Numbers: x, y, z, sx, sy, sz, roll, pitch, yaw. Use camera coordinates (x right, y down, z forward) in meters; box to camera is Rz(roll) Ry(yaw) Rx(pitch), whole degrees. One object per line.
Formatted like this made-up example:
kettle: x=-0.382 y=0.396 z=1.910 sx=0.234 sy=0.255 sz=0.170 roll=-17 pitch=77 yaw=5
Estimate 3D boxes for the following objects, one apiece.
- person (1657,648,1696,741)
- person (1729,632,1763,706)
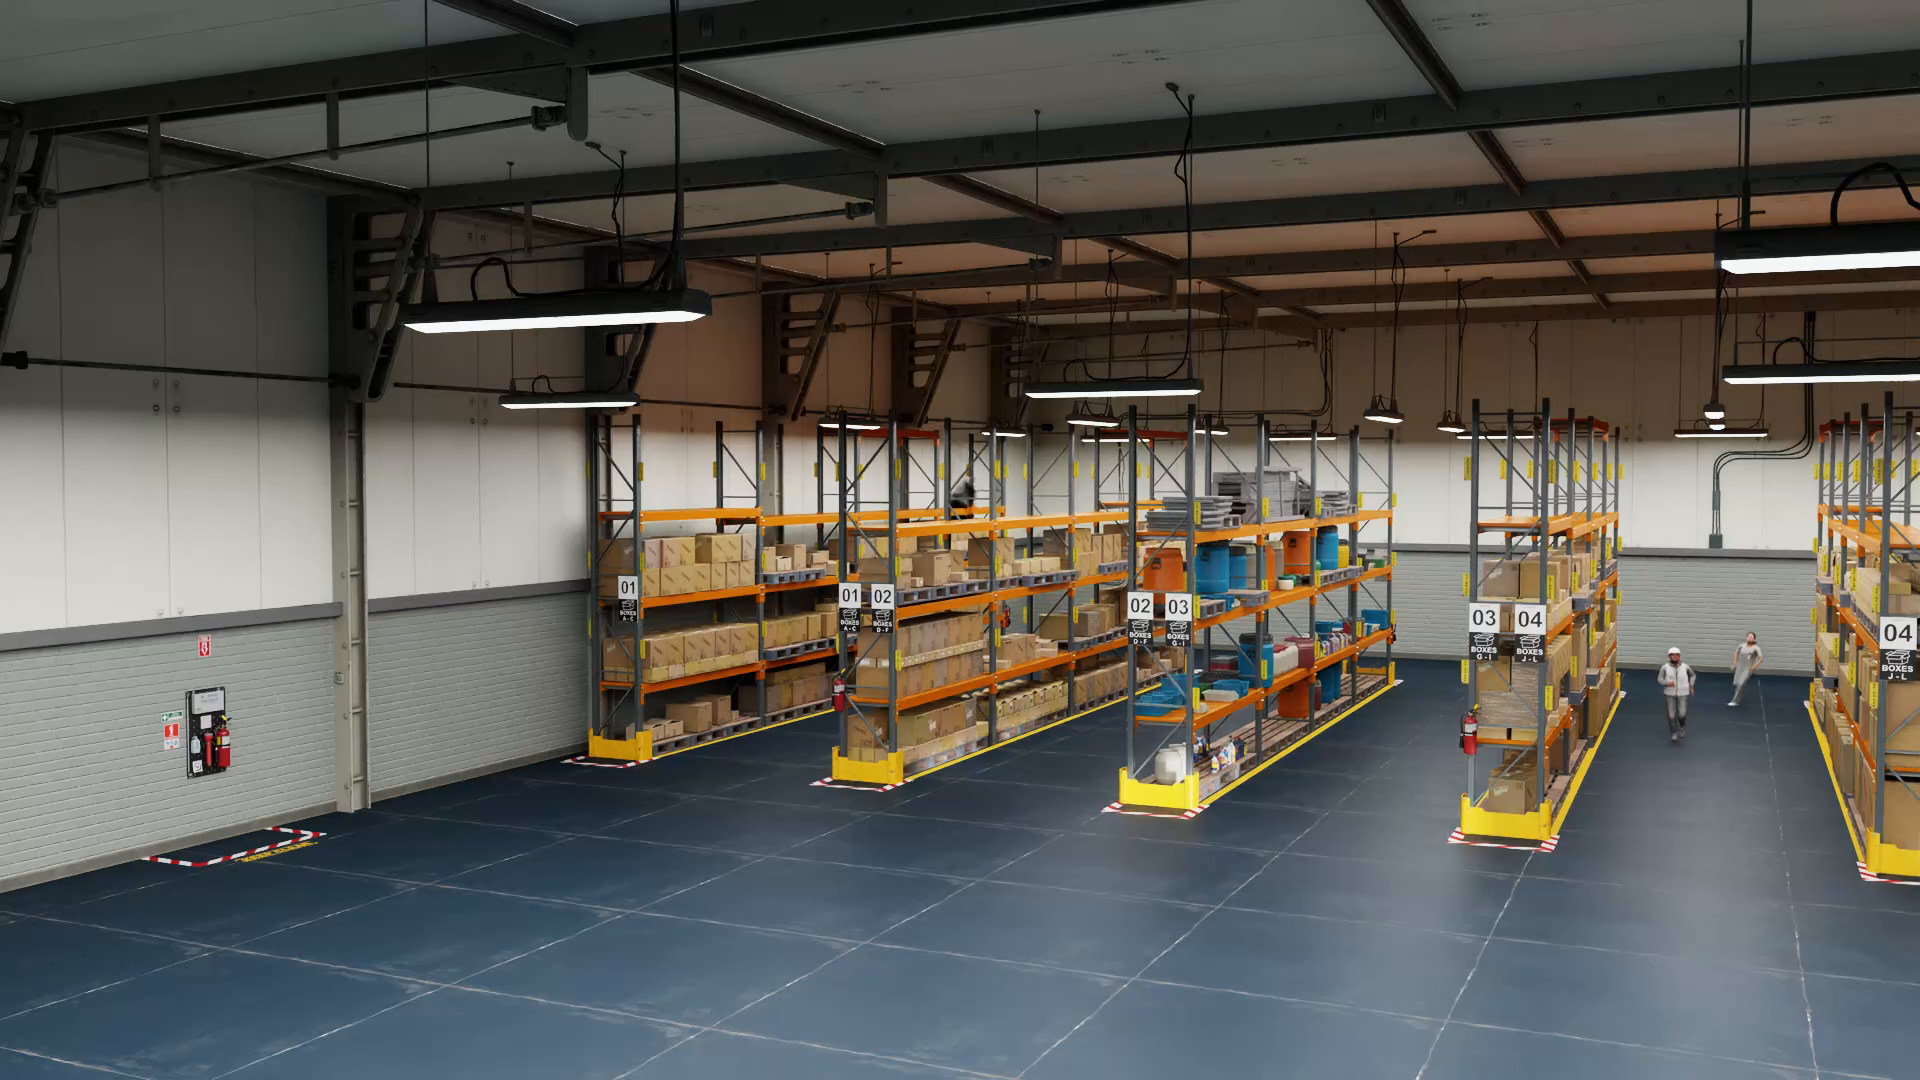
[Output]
person: x=13.257 y=2.861 z=30.782 sx=0.656 sy=1.731 sz=0.609 roll=1 pitch=3 yaw=24
person: x=16.740 y=2.747 z=35.370 sx=0.596 sy=1.593 sz=0.538 roll=2 pitch=3 yaw=43
